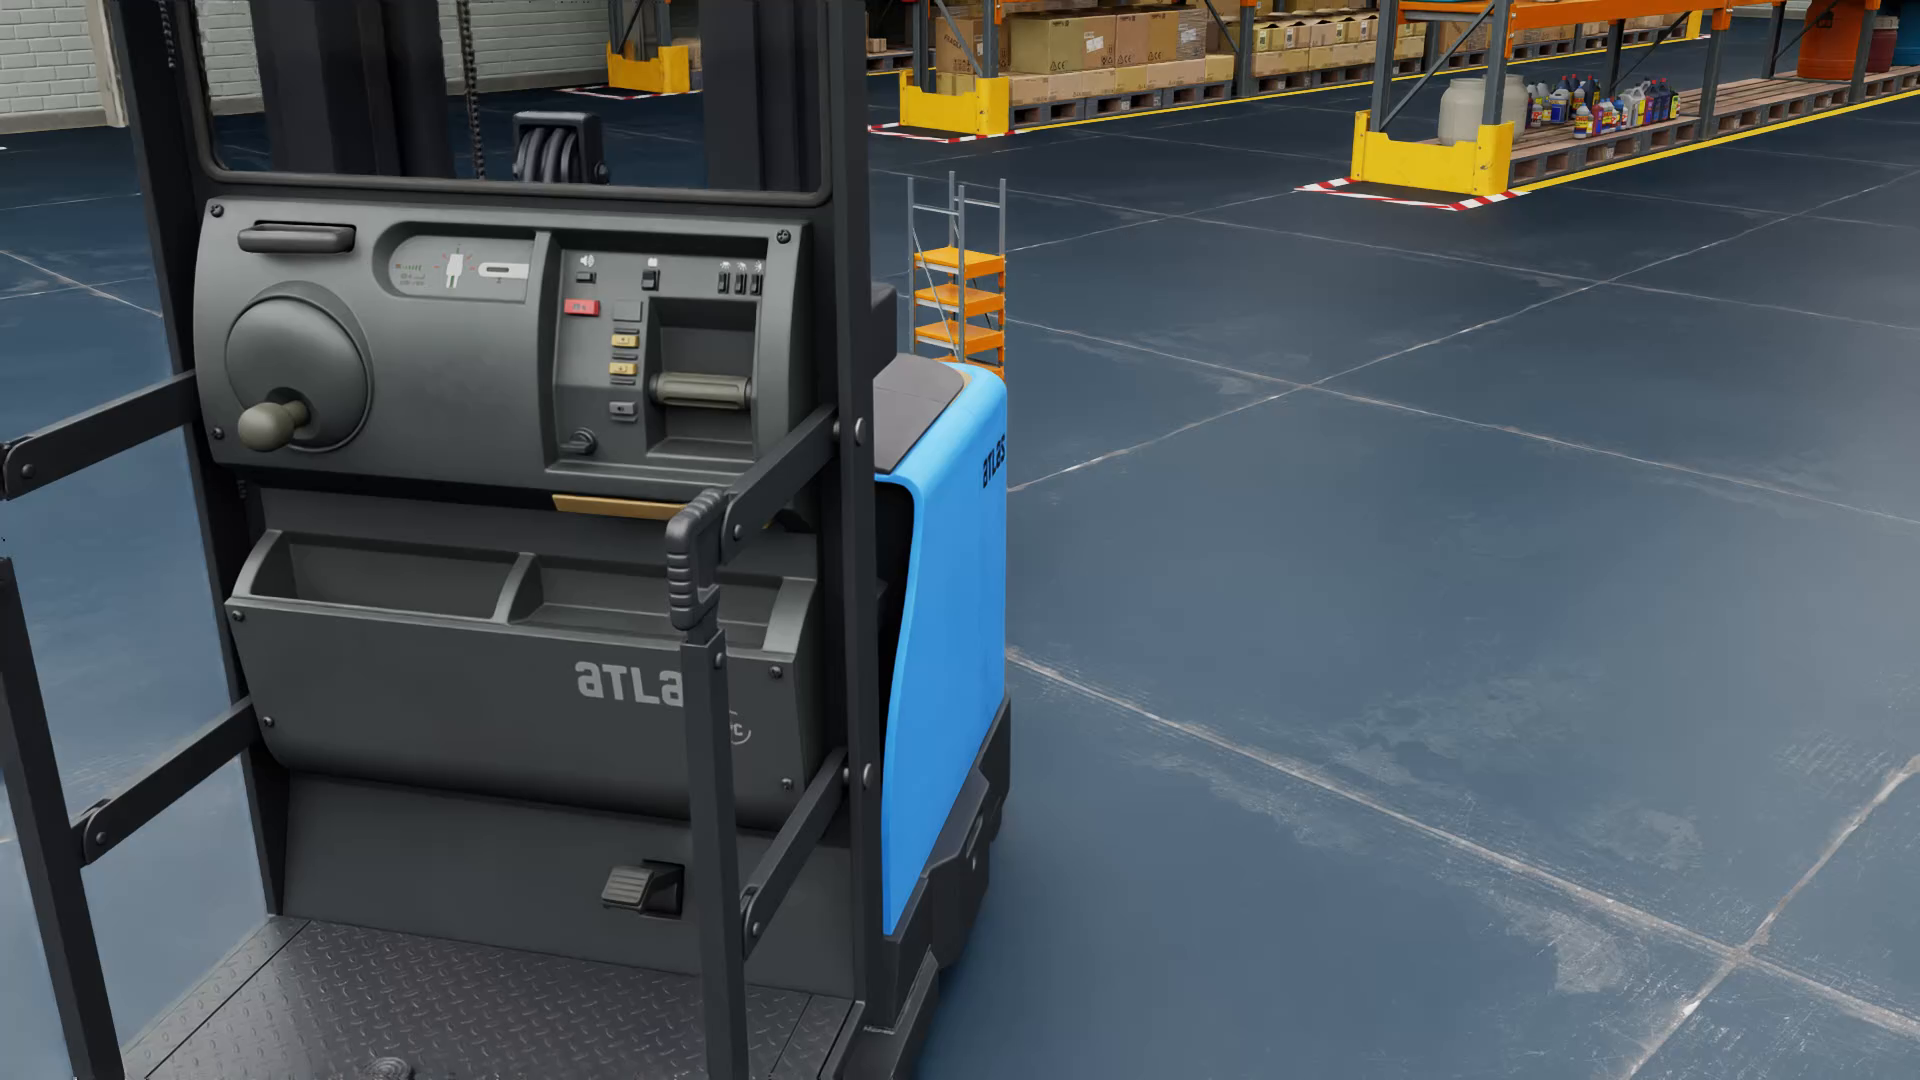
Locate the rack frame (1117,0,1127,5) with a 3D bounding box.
[{"bbox_3d":[1.983,-8.583,23.725,1.000,3.000,0.127,19,28,41],"label":"rack frame"}]

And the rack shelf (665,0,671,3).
[{"bbox_3d":[-2.203,-6.705,19.841,1.077,0.370,4.000,19,28,41],"label":"rack shelf"}]

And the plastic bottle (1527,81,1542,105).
[{"bbox_3d":[4.873,-3.735,14.190,0.185,0.351,0.144,-19,28,-40],"label":"plastic bottle"}]

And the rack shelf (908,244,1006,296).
[{"bbox_3d":[-0.010,-0.851,5.236,0.258,0.103,0.180,19,28,41],"label":"rack shelf"}]

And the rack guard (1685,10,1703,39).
[{"bbox_3d":[11.063,-8.214,26.249,1.175,0.500,0.348,19,28,41],"label":"rack guard"}]

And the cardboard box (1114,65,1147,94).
[{"bbox_3d":[1.535,-4.668,16.785,0.500,0.250,0.500,19,28,41],"label":"cardboard box"}]

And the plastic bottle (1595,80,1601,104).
[{"bbox_3d":[5.755,-4.035,15.081,0.097,0.271,0.097,0,21,0],"label":"plastic bottle"}]

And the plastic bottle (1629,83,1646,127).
[{"bbox_3d":[5.689,-3.674,14.032,0.144,0.351,0.185,19,28,40],"label":"plastic bottle"}]

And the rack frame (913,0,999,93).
[{"bbox_3d":[-0.046,-5.288,15.151,1.000,3.000,0.127,19,28,41],"label":"rack frame"}]

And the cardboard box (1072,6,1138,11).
[{"bbox_3d":[1.499,-5.281,17.335,0.500,0.500,0.500,19,28,41],"label":"cardboard box"}]

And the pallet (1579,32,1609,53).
[{"bbox_3d":[8.805,-7.247,24.136,1.003,0.211,1.213,19,28,41],"label":"pallet"}]

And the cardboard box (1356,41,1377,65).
[{"bbox_3d":[4.633,-5.799,19.727,0.500,0.250,0.500,-19,28,-41],"label":"cardboard box"}]

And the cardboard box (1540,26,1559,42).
[{"bbox_3d":[7.836,-7.088,22.704,0.500,0.500,0.500,19,28,41],"label":"cardboard box"}]

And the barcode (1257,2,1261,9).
[{"bbox_3d":[3.221,-5.764,17.923,0.001,0.075,0.075,19,28,41],"label":"barcode"}]

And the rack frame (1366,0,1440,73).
[{"bbox_3d":[5.535,-7.344,20.502,1.000,3.000,0.127,19,28,41],"label":"rack frame"}]

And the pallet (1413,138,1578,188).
[{"bbox_3d":[4.090,-2.984,13.045,1.003,0.211,1.213,19,28,41],"label":"pallet"}]

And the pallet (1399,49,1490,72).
[{"bbox_3d":[6.083,-6.225,21.476,1.003,0.211,1.213,19,28,41],"label":"pallet"}]

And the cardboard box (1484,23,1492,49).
[{"bbox_3d":[6.772,-6.692,21.675,0.500,0.500,0.500,19,28,40],"label":"cardboard box"}]

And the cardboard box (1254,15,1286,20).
[{"bbox_3d":[3.530,-5.929,19.285,0.500,0.311,0.500,19,28,40],"label":"cardboard box"}]

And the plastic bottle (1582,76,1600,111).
[{"bbox_3d":[5.534,-3.905,14.631,0.144,0.351,0.185,19,28,41],"label":"plastic bottle"}]

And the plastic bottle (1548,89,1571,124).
[{"bbox_3d":[5.126,-3.717,14.248,0.152,0.276,0.135,19,28,41],"label":"plastic bottle"}]

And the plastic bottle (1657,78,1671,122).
[{"bbox_3d":[6.048,-3.807,14.376,0.144,0.351,0.185,18,28,39],"label":"plastic bottle"}]

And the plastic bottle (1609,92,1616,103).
[{"bbox_3d":[5.496,-3.629,14.007,0.061,0.283,0.133,19,28,41],"label":"plastic bottle"}]

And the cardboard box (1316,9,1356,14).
[{"bbox_3d":[4.599,-6.320,20.303,0.500,0.311,0.500,18,28,39],"label":"cardboard box"}]

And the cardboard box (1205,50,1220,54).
[{"bbox_3d":[2.826,-5.408,18.710,0.500,0.250,0.500,19,28,40],"label":"cardboard box"}]

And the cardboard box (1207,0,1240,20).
[{"bbox_3d":[3.795,-8.375,25.594,0.750,0.750,0.750,-19,28,-40],"label":"cardboard box"}]

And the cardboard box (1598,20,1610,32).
[{"bbox_3d":[9.369,-7.534,24.331,0.380,0.166,0.250,19,28,41],"label":"cardboard box"}]

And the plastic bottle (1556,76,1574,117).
[{"bbox_3d":[5.299,-3.892,14.599,0.144,0.351,0.185,18,27,38],"label":"plastic bottle"}]

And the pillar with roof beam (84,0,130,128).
[{"bbox_3d":[-4.830,-7.104,11.514,9.100,9.000,0.400,19,28,41],"label":"pillar with roof beam"}]

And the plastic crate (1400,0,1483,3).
[{"bbox_3d":[3.635,-4.181,12.480,0.499,0.251,0.616,19,28,41],"label":"plastic crate"}]

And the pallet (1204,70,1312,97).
[{"bbox_3d":[3.231,-5.214,18.845,1.003,0.211,1.213,19,28,41],"label":"pallet"}]

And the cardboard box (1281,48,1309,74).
[{"bbox_3d":[3.561,-5.401,18.694,0.500,0.250,0.500,-19,28,-41],"label":"cardboard box"}]

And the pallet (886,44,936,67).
[{"bbox_3d":[-0.265,-6.454,22.071,1.003,0.211,1.213,19,28,41],"label":"pallet"}]

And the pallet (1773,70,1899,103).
[{"bbox_3d":[9.601,-5.015,18.328,1.003,0.211,1.213,19,28,41],"label":"pallet"}]

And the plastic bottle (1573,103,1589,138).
[{"bbox_3d":[4.989,-3.367,13.343,0.097,0.271,0.097,0,21,0],"label":"plastic bottle"}]

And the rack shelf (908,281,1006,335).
[{"bbox_3d":[-0.010,-0.739,5.279,0.258,0.103,0.180,19,28,41],"label":"rack shelf"}]

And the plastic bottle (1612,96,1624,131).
[{"bbox_3d":[5.439,-3.533,13.775,0.097,0.271,0.097,0,21,0],"label":"plastic bottle"}]

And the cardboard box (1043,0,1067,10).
[{"bbox_3d":[1.076,-7.320,23.310,0.700,0.500,0.500,19,28,41],"label":"cardboard box"}]

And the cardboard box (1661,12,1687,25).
[{"bbox_3d":[10.913,-8.238,25.697,0.500,0.500,0.500,19,28,41],"label":"cardboard box"}]

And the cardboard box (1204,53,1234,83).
[{"bbox_3d":[2.578,-5.055,17.792,0.500,0.250,0.500,19,28,41],"label":"cardboard box"}]

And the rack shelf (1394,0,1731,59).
[{"bbox_3d":[4.896,-4.226,13.390,1.077,0.370,4.000,19,28,41],"label":"rack shelf"}]

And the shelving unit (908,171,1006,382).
[{"bbox_3d":[-0.010,-0.556,5.350,0.258,1.200,0.189,19,28,41],"label":"shelving unit"}]

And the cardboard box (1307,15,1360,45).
[{"bbox_3d":[4.283,-5.930,19.287,0.500,0.311,0.500,-19,28,-41],"label":"cardboard box"}]

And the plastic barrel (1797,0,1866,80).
[{"bbox_3d":[9.410,-5.417,17.926,0.600,0.830,0.708,19,28,41],"label":"plastic barrel"}]

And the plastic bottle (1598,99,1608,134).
[{"bbox_3d":[5.228,-3.455,13.573,0.097,0.271,0.097,0,21,0],"label":"plastic bottle"}]

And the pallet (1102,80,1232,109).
[{"bbox_3d":[2.160,-4.821,17.822,1.003,0.211,1.213,19,28,41],"label":"pallet"}]

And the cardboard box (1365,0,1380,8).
[{"bbox_3d":[6.798,-9.335,28.580,0.700,0.500,0.500,19,28,40],"label":"cardboard box"}]

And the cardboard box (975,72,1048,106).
[{"bbox_3d":[0.488,-4.283,15.783,0.500,0.250,0.500,19,28,41],"label":"cardboard box"}]

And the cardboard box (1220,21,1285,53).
[{"bbox_3d":[3.211,-5.534,18.258,0.500,0.311,0.500,19,28,41],"label":"cardboard box"}]

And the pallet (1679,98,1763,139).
[{"bbox_3d":[6.811,-3.985,15.649,1.003,0.211,1.213,19,28,41],"label":"pallet"}]

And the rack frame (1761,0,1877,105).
[{"bbox_3d":[9.081,-6.104,17.274,1.000,3.000,0.127,19,28,41],"label":"rack frame"}]

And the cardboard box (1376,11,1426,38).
[{"bbox_3d":[5.346,-6.322,20.308,0.500,0.311,0.500,-19,28,-41],"label":"cardboard box"}]

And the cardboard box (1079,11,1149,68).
[{"bbox_3d":[1.536,-5.018,16.650,0.500,0.500,0.500,19,28,41],"label":"cardboard box"}]

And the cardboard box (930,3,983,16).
[{"bbox_3d":[0.019,-6.932,22.300,0.700,0.500,0.500,19,28,40],"label":"cardboard box"}]

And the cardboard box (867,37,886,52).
[{"bbox_3d":[-1.159,-6.293,21.102,0.380,0.166,0.250,15,26,34],"label":"cardboard box"}]

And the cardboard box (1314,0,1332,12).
[{"bbox_3d":[5.722,-8.936,27.540,0.700,0.500,0.500,19,28,40],"label":"cardboard box"}]

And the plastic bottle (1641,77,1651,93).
[{"bbox_3d":[5.945,-3.843,14.470,0.144,0.351,0.185,19,28,41],"label":"plastic bottle"}]

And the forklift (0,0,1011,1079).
[{"bbox_3d":[-0.722,-0.269,2.189,1.130,2.935,3.031,5,22,12],"label":"forklift"}]

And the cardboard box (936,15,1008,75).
[{"bbox_3d":[0.115,-4.763,15.987,0.500,0.500,0.500,19,28,41],"label":"cardboard box"}]
